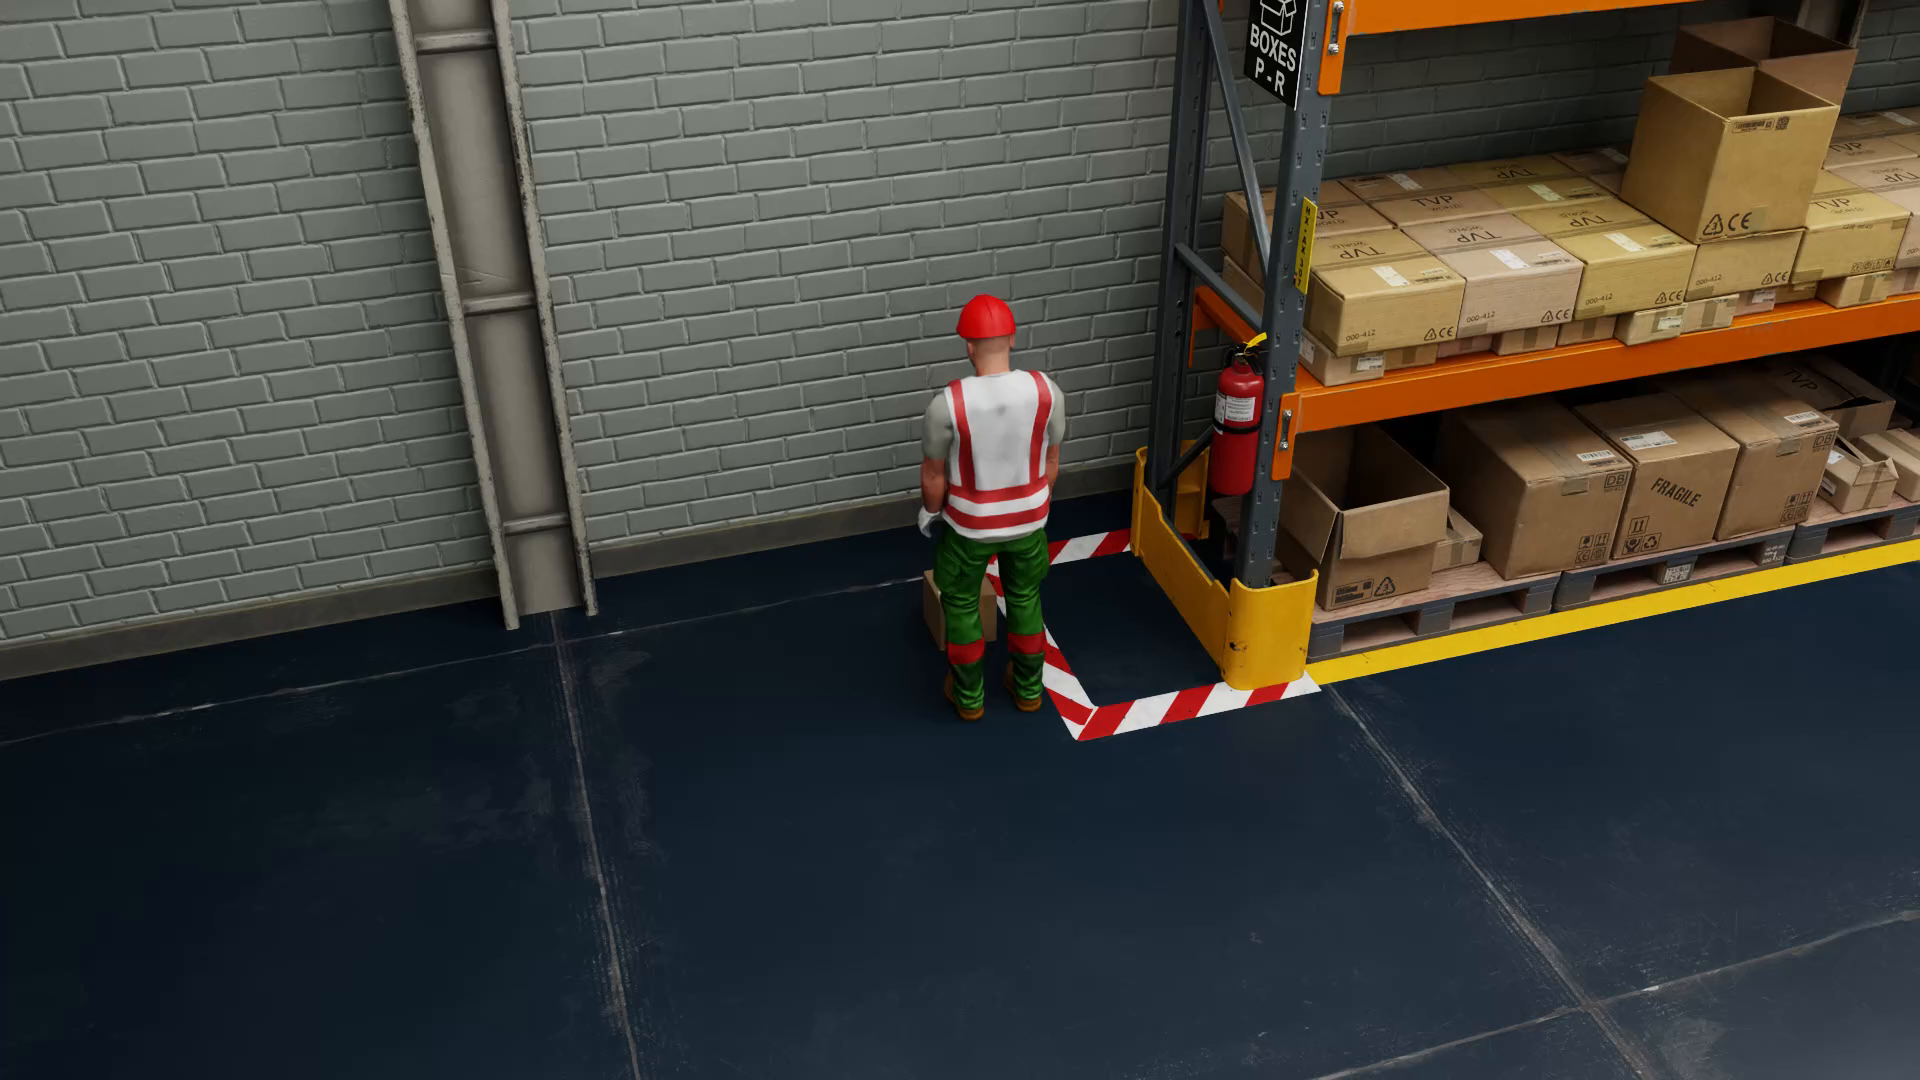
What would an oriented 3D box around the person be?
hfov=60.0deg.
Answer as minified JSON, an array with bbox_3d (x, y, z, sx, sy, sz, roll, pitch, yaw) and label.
[{"bbox_3d":[0.107,-0.094,6.280,0.533,1.766,0.388,-8,34,-11],"label":"person"}]
